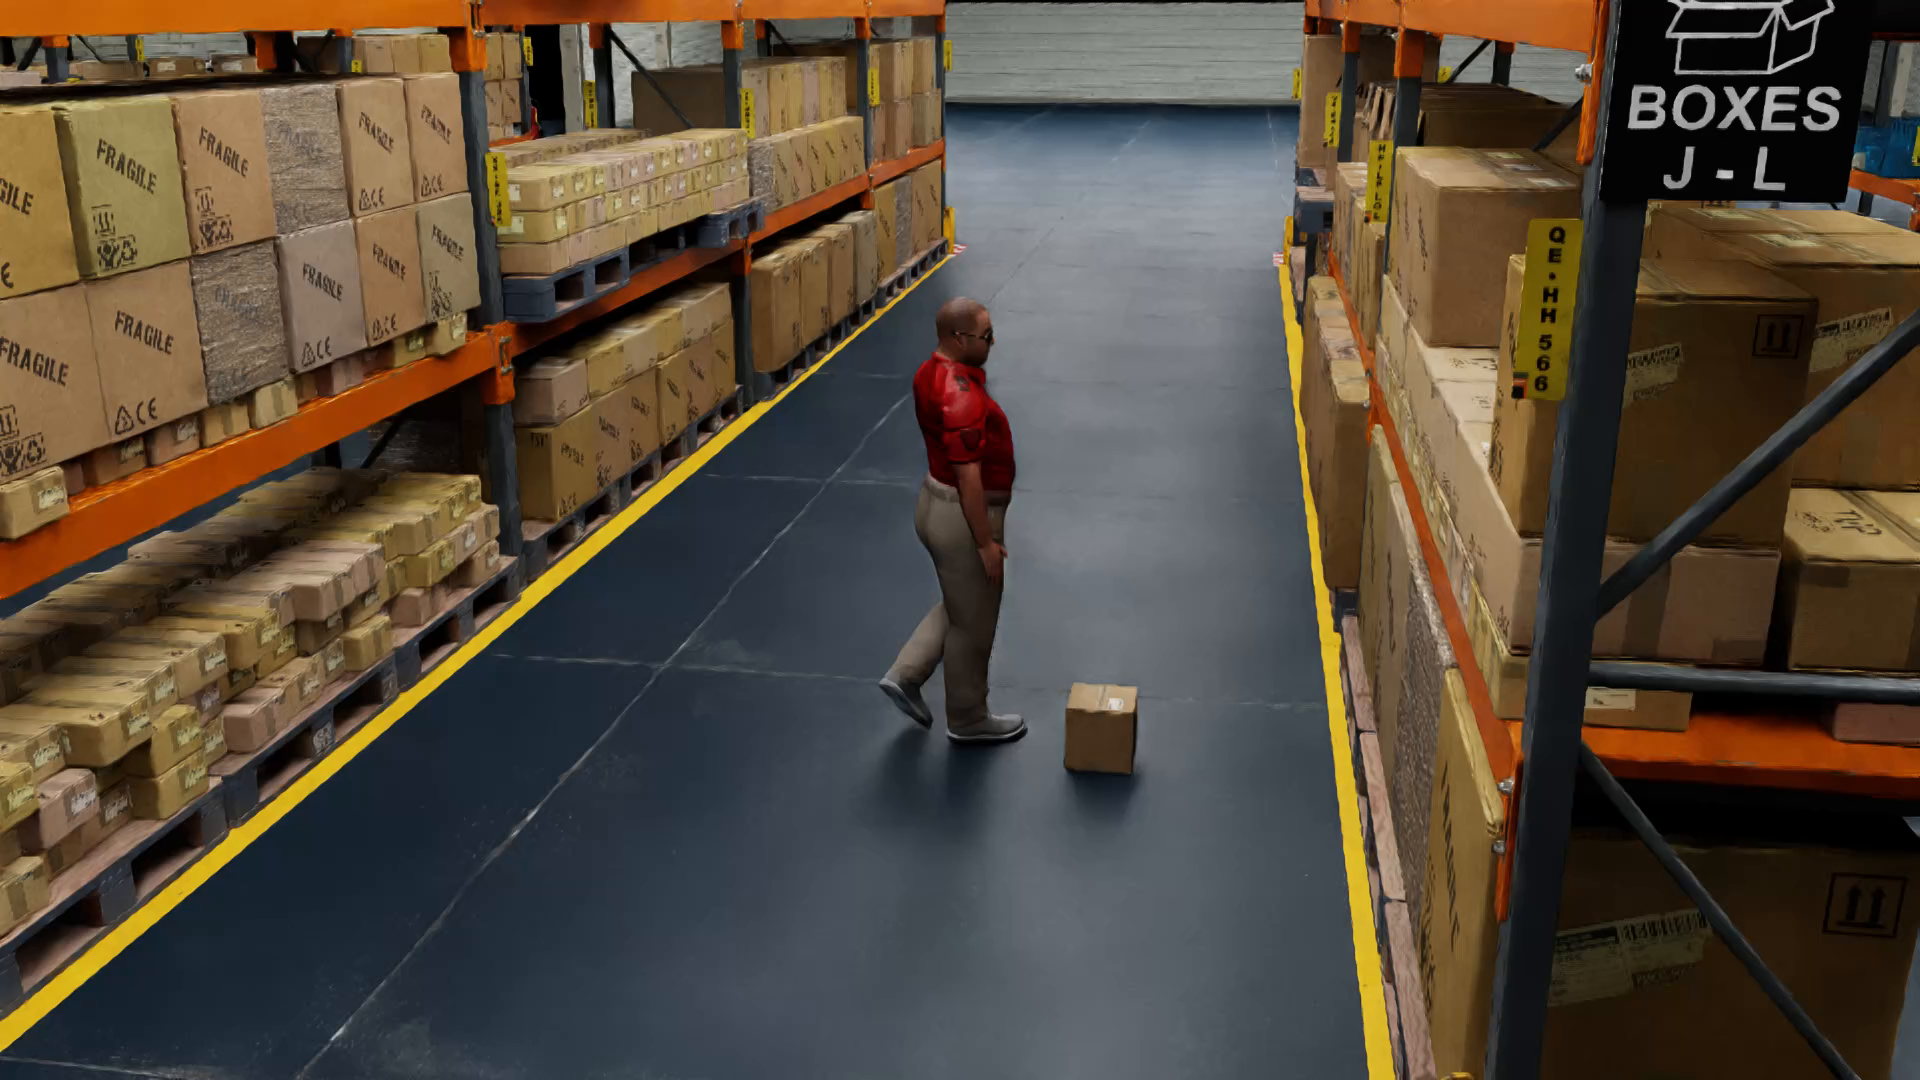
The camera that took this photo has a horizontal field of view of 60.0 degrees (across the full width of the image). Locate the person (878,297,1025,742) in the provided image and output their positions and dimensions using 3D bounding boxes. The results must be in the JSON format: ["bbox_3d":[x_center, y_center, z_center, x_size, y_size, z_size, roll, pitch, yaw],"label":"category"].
[{"bbox_3d":[-0.012,-0.052,6.217,0.551,1.734,0.577,-6,19,-17],"label":"person"}]
